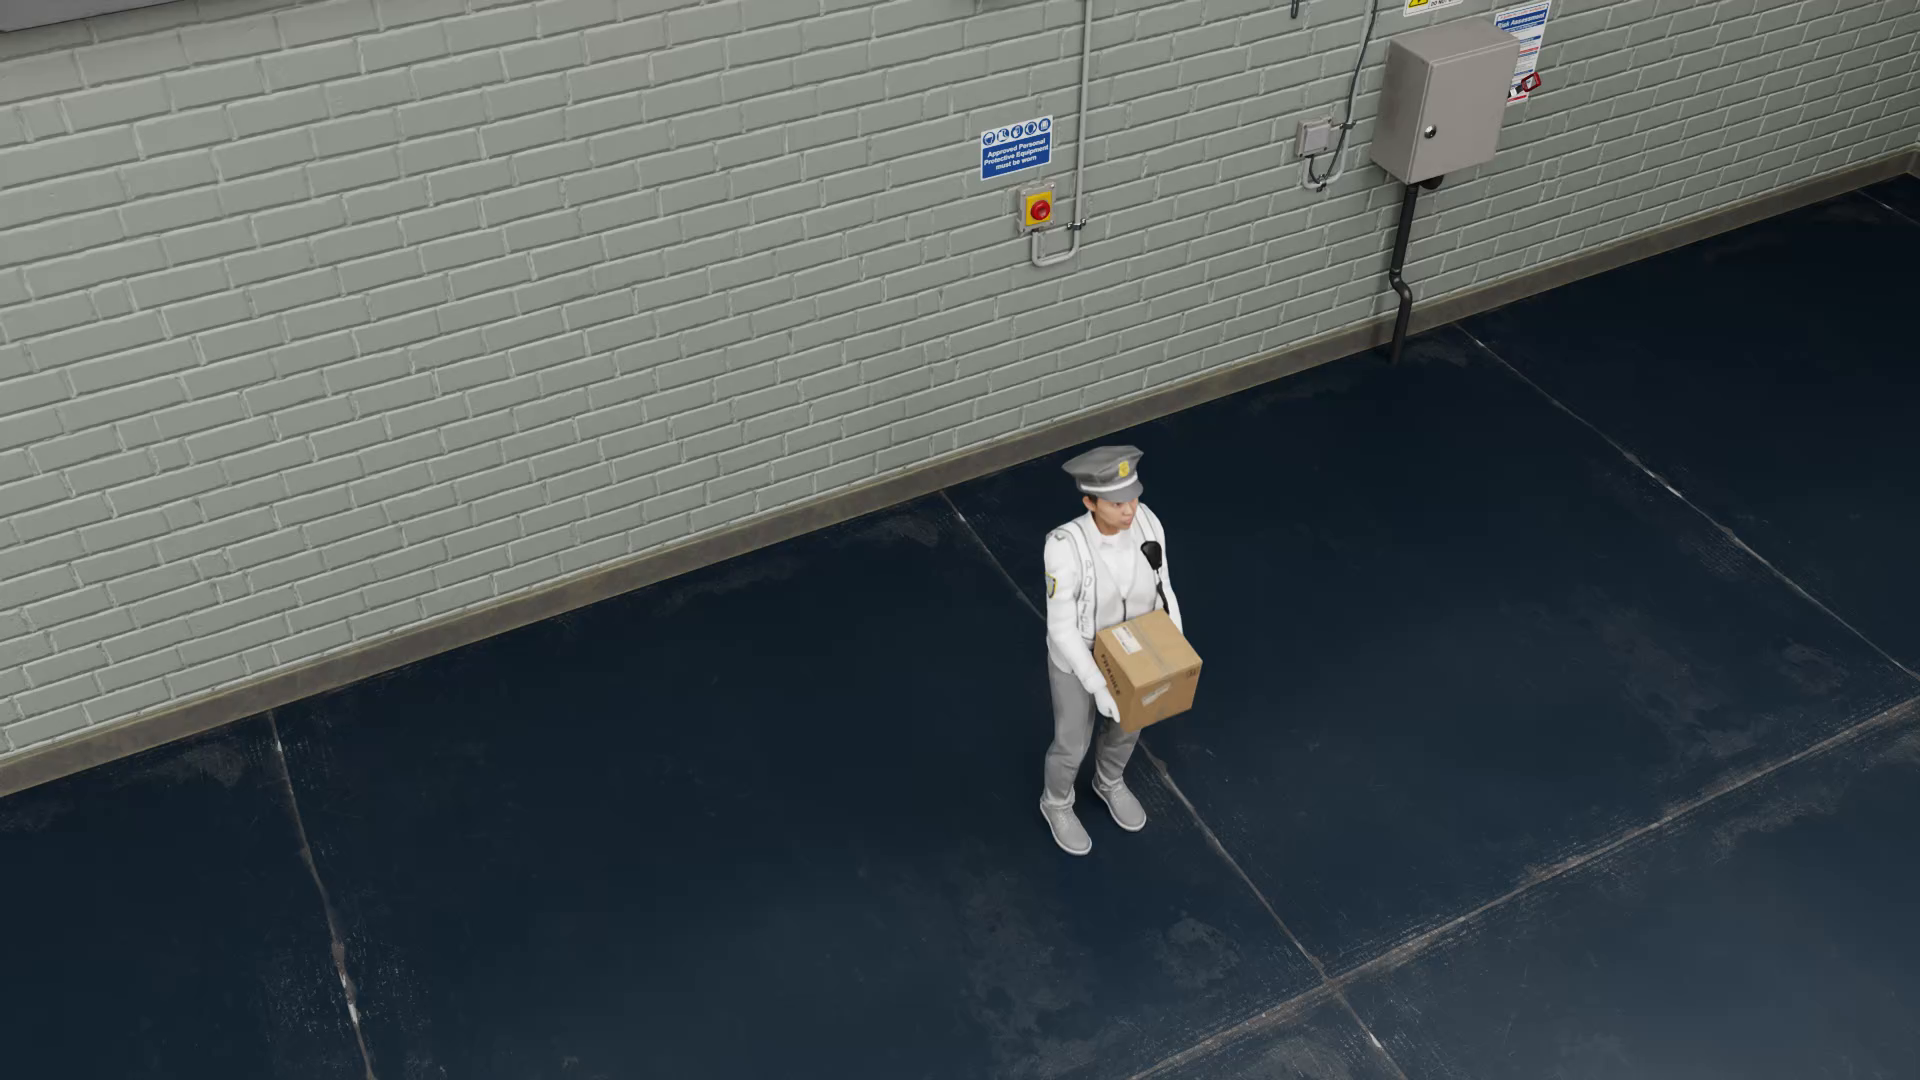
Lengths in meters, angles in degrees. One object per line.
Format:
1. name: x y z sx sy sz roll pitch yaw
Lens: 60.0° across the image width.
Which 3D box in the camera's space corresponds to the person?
1. person: 0.512 0.428 5.657 0.459 1.686 0.556 -18 45 -20
